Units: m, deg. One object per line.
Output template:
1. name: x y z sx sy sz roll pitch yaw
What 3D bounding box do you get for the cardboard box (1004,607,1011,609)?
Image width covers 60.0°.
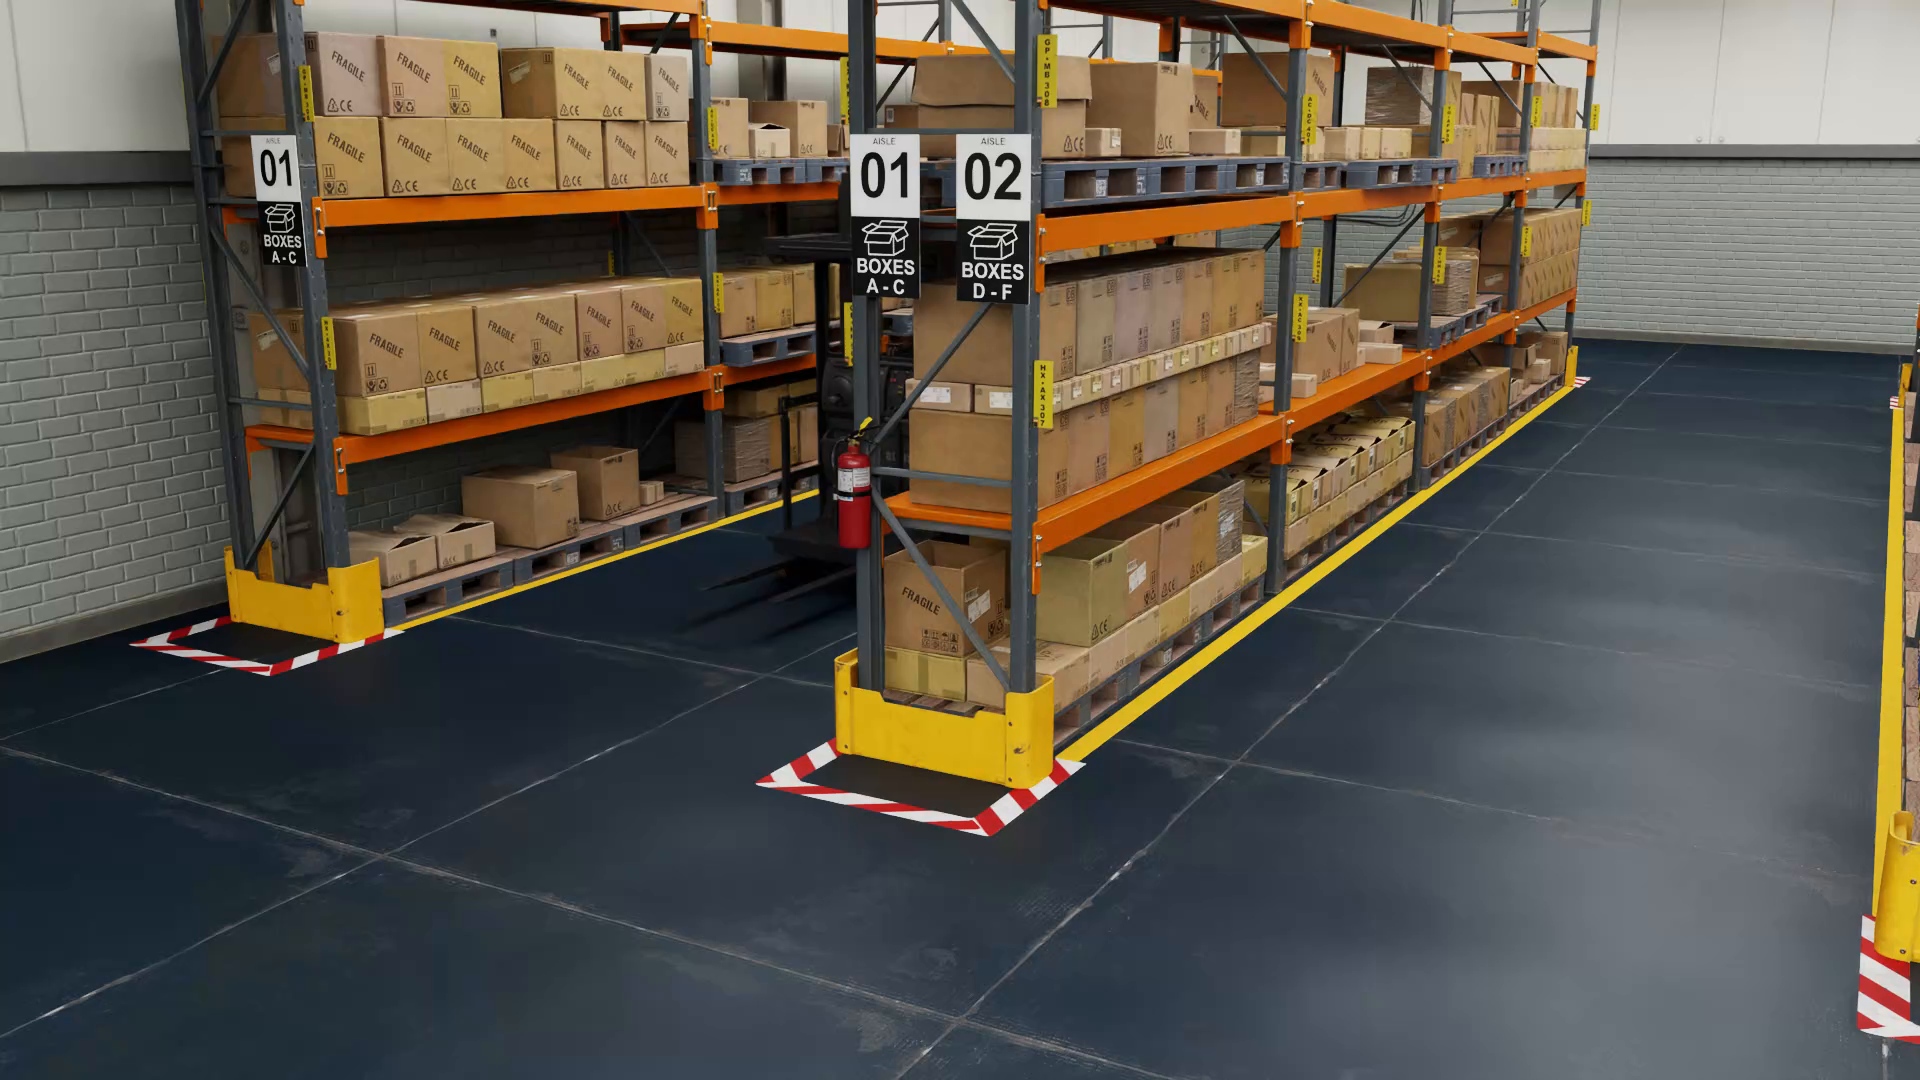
1. cardboard box: 0.392 0.474 10.140 0.500 0.250 0.500 7 15 28

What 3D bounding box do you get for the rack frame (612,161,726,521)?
1. rack frame: -2.484 -1.690 14.143 1.000 3.000 0.127 7 15 28

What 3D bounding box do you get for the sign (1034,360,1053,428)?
1. sign: 0.403 -0.704 8.037 0.100 0.325 0.005 7 15 28

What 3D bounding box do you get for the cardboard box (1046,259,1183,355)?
1. cardboard box: 0.917 -1.408 9.992 0.700 0.500 0.500 7 15 28

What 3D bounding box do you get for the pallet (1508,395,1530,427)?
1. pallet: 6.054 -1.556 19.537 1.003 0.211 1.213 7 15 28

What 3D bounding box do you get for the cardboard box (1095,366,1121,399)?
1. cardboard box: 0.669 -0.886 9.210 0.380 0.149 0.250 7 15 27

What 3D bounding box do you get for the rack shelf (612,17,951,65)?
1. rack shelf: -1.518 -4.472 15.273 1.077 0.370 4.000 7 15 28

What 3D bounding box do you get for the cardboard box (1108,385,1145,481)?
1. cardboard box: 0.652 -0.661 9.662 0.700 0.500 0.500 7 15 28

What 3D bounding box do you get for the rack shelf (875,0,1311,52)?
1. rack shelf: 0.887 -3.091 9.544 1.077 0.370 4.000 7 15 28

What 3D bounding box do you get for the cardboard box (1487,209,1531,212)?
1. cardboard box: 6.963 -3.957 21.199 0.500 0.500 0.500 8 15 29

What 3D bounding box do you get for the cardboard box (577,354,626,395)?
1. cardboard box: -2.926 -1.289 12.757 0.500 0.250 0.500 7 15 28

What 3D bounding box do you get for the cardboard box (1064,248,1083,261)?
1. cardboard box: 1.142 -3.305 19.952 0.500 0.500 0.500 8 15 28

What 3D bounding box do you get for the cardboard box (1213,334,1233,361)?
1. cardboard box: 1.538 -1.255 10.740 0.380 0.149 0.250 7 15 28

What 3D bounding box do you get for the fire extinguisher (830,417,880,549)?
1. fire extinguisher: -0.544 -0.299 8.541 0.296 0.674 0.183 7 15 28

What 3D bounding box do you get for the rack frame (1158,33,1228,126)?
1. rack frame: 3.317 -7.068 23.652 1.000 3.000 0.127 7 15 28

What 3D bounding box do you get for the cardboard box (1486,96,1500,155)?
1. cardboard box: 5.413 -4.435 17.808 0.600 0.600 0.600 6 15 23

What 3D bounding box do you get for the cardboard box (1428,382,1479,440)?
1. cardboard box: 5.000 -1.328 17.035 0.500 0.500 0.500 7 15 26

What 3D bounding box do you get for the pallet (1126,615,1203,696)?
1. pallet: 0.844 0.636 10.445 1.003 0.211 1.213 7 15 28

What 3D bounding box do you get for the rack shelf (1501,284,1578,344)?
1. rack shelf: 6.688 -2.831 20.412 1.077 0.370 4.000 7 15 28

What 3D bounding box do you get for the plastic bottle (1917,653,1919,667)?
1. plastic bottle: 5.552 0.637 9.525 0.097 0.201 0.097 0 14 0

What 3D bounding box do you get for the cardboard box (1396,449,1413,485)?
1. cardboard box: 3.747 -0.682 14.932 0.500 0.250 0.500 8 16 29

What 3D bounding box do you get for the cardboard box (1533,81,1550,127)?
1. cardboard box: 6.289 -4.954 18.936 0.700 0.500 0.500 7 15 28

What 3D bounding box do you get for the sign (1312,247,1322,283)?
1. sign: 3.308 -2.534 15.342 0.100 0.325 0.005 7 15 28

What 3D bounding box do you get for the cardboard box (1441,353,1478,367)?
1. cardboard box: 5.748 -1.918 19.485 0.500 0.500 0.500 7 15 28

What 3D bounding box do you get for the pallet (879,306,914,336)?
1. pallet: -0.802 -2.259 16.913 1.213 0.211 1.003 7 15 28

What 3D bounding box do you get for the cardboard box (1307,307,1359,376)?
1. cardboard box: 2.991 -1.652 13.774 0.500 0.500 0.500 6 15 25

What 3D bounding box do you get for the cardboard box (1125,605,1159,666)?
1. cardboard box: 0.855 0.534 9.891 0.500 0.250 0.500 7 15 28

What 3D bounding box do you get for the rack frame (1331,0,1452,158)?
1. rack frame: 3.787 -4.866 14.519 1.000 3.000 0.127 7 15 28

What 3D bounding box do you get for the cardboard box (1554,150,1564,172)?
1. cardboard box: 6.900 -4.535 19.865 0.500 0.250 0.500 7 15 28

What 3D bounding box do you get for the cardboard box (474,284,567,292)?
1. cardboard box: -3.394 -1.711 12.908 0.500 0.500 0.500 8 16 30

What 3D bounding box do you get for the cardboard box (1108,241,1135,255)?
1. cardboard box: 1.659 -3.586 21.369 0.980 0.700 0.700 8 16 29

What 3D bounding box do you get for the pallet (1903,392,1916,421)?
1. pallet: 11.556 -1.509 19.342 1.003 0.211 1.213 7 15 28

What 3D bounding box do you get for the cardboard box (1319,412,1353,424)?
1. cardboard box: 3.277 -1.016 15.121 0.500 0.311 0.500 8 16 30

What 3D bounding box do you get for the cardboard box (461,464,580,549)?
1. cardboard box: -3.331 -0.261 12.612 0.700 0.500 0.500 6 15 25

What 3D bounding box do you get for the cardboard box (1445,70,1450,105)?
1. cardboard box: 4.250 -4.136 15.544 0.500 0.500 0.500 7 15 28

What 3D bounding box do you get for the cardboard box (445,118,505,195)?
1. cardboard box: -3.499 -2.639 11.424 0.500 0.500 0.500 8 16 31

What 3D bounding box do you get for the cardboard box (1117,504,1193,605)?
1. cardboard box: 1.101 0.067 10.226 0.500 0.500 0.500 7 15 28

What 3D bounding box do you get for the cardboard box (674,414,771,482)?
1. cardboard box: -2.143 -0.841 15.018 0.700 0.500 0.500 8 16 30

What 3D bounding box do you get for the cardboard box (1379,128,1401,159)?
1. cardboard box: 3.380 -3.330 13.971 0.500 0.250 0.500 8 16 30

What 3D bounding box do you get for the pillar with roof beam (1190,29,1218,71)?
1. pillar with roof beam: 7.633 -7.232 24.333 9.100 9.000 0.400 7 15 28

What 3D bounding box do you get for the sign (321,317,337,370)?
1. sign: -3.943 -1.229 10.382 0.100 0.325 0.005 7 15 28

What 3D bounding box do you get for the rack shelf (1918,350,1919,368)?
1. rack shelf: 9.089 -1.449 14.677 1.077 0.370 4.000 7 15 28

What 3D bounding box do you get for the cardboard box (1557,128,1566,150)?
1. cardboard box: 6.907 -4.777 19.802 0.500 0.250 0.500 7 15 28

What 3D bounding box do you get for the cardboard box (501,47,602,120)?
1. cardboard box: -2.988 -3.337 12.185 0.500 0.500 0.500 7 15 26

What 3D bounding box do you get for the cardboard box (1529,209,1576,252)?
1. cardboard box: 7.437 -3.900 20.963 0.500 0.500 0.500 8 16 30

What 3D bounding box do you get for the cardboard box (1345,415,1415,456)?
1. cardboard box: 3.750 -0.955 14.868 0.500 0.311 0.500 8 16 30

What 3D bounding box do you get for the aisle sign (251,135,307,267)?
1. aisle sign: -4.190 -2.084 10.232 0.394 0.787 0.004 7 15 28

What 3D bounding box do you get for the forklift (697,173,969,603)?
1. forklift: -0.717 -1.144 12.024 1.130 2.935 3.031 8 16 30

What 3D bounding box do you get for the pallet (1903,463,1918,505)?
1. pallet: 9.057 -0.448 14.942 1.003 0.211 1.213 7 15 28

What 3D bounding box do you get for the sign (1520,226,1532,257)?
1. sign: 6.209 -3.271 18.232 0.100 0.325 0.005 7 15 28

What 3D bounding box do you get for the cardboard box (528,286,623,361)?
1. cardboard box: -2.931 -1.654 12.671 0.500 0.500 0.500 7 15 26

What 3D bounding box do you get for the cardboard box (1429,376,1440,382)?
1. cardboard box: 4.778 -1.485 17.689 0.500 0.500 0.500 8 15 29

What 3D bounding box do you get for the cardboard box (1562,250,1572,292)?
1. cardboard box: 7.429 -3.410 21.066 0.500 0.500 0.500 8 15 29

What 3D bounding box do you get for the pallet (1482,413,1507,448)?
1. pallet: 5.361 -1.244 18.243 1.003 0.211 1.213 7 15 28

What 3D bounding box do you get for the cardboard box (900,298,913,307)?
1. cardboard box: -0.769 -2.675 17.079 0.700 0.500 0.500 5 15 21

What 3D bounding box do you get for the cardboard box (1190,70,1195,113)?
1. cardboard box: 0.947 -2.586 10.046 0.797 0.503 0.637 9 16 34
